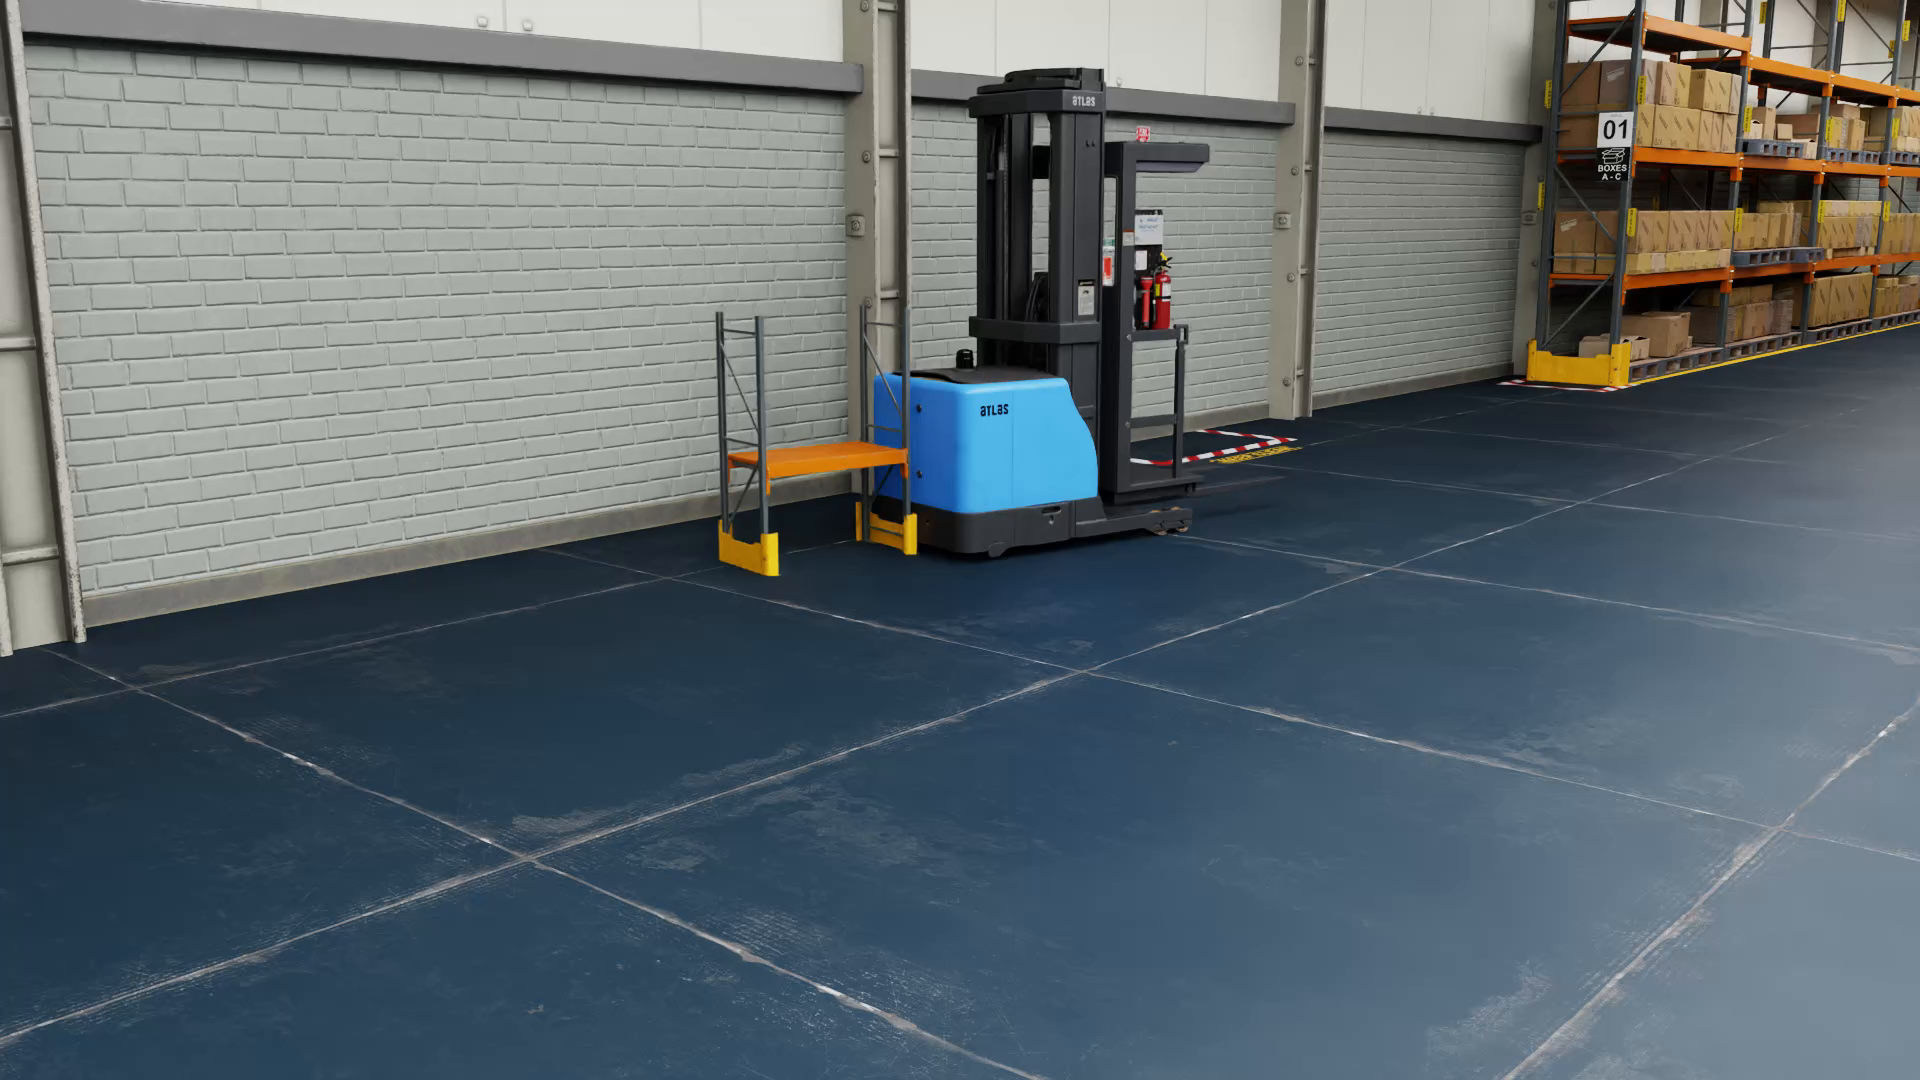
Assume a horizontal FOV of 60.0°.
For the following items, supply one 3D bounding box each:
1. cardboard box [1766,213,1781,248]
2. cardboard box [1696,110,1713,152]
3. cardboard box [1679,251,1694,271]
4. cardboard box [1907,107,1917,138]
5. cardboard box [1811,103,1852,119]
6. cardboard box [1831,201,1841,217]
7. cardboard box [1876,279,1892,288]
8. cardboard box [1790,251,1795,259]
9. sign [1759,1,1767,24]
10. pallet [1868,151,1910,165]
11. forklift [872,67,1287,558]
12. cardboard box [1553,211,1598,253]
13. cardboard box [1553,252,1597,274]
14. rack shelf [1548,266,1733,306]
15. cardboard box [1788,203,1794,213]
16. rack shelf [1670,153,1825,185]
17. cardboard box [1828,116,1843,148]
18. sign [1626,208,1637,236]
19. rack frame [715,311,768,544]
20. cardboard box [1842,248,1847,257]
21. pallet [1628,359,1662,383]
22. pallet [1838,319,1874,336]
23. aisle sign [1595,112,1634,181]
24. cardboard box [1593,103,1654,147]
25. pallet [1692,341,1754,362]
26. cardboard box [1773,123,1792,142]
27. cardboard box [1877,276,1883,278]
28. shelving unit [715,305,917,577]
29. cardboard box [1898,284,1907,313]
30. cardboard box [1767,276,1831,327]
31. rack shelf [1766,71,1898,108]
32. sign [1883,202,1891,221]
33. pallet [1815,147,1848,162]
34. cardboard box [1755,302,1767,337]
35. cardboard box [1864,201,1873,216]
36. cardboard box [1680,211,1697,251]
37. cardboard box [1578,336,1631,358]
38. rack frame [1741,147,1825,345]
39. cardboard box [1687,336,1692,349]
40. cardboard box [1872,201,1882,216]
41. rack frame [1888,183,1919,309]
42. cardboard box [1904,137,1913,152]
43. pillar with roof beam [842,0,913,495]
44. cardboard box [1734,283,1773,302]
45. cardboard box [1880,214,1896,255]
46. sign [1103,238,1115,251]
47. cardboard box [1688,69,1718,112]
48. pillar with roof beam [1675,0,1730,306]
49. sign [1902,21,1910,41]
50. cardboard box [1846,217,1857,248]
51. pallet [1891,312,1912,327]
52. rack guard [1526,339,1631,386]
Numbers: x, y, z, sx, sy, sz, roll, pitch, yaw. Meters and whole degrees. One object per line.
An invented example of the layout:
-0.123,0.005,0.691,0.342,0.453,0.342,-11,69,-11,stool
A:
11.685,-4.582,24.613,0.700,0.500,0.500,10,15,40,cardboard box
9.325,-5.249,21.370,0.500,0.500,0.500,9,14,38,cardboard box
9.081,-3.590,21.359,0.500,0.250,0.500,10,15,41,cardboard box
16.450,-7.327,29.220,0.500,0.500,0.500,9,15,39,cardboard box
14.401,-7.070,27.498,0.500,0.250,0.500,9,15,39,cardboard box
13.641,-5.259,26.401,0.500,0.250,0.500,9,15,40,cardboard box
16.368,-4.584,29.656,0.380,0.149,0.250,10,15,42,cardboard box
13.185,-4.479,26.066,0.380,0.149,0.250,9,15,40,cardboard box
12.374,-8.122,25.613,0.100,0.325,0.005,10,15,40,sign
15.982,-6.708,29.208,1.003,0.211,1.213,10,15,40,pallet
0.917,-1.539,10.935,3.031,2.935,1.130,-8,14,-36,forklift
7.664,-3.797,20.482,0.500,0.500,0.500,10,15,40,cardboard box
7.676,-3.427,20.541,0.500,0.250,0.500,10,15,41,cardboard box
8.833,-3.338,21.602,1.077,0.370,4.000,10,15,40,rack shelf
12.588,-5.102,25.561,0.380,0.149,0.250,7,14,33,cardboard box
11.473,-5.397,24.255,1.077,0.370,4.000,10,15,40,rack shelf
13.756,-6.552,26.822,0.700,0.500,0.500,11,16,43,cardboard box
7.920,-3.751,19.622,0.100,0.325,0.005,10,15,40,sign
-1.275,-0.569,9.730,0.032,1.500,0.500,-8,14,-36,rack frame
14.368,-4.743,27.392,0.380,0.149,0.250,10,15,42,cardboard box
8.126,-2.155,20.963,1.003,0.211,1.213,10,15,40,pallet
14.981,-3.671,28.554,1.003,0.211,1.213,10,15,40,pallet
7.690,-4.622,19.556,0.394,0.787,0.004,10,15,40,aisle sign
7.921,-4.943,19.837,0.500,0.500,0.500,10,15,42,cardboard box
10.666,-2.732,23.852,1.003,0.211,1.213,10,15,40,pallet
11.868,-5.926,24.750,0.637,0.503,0.797,-10,15,-40,cardboard box
16.784,-4.790,30.690,0.380,0.149,0.250,10,15,41,cardboard box
-0.863,-0.630,10.038,1.083,1.500,0.587,-8,14,-36,shelving unit
17.026,-4.467,30.728,0.700,0.500,0.500,9,14,39,cardboard box
13.377,-3.817,26.577,0.750,0.750,0.750,10,15,40,cardboard box
14.114,-7.261,26.946,1.077,0.370,4.000,10,15,40,rack shelf
15.848,-5.622,28.448,0.100,0.325,0.005,10,15,40,sign
13.179,-6.053,26.184,1.213,0.211,1.003,11,16,43,pallet
11.623,-3.313,24.900,0.700,0.500,0.500,10,15,40,cardboard box
14.973,-5.559,27.903,0.500,0.250,0.500,10,15,42,cardboard box
9.065,-3.956,21.277,0.500,0.500,0.500,10,15,42,cardboard box
8.037,-2.384,20.730,0.500,0.311,0.500,8,14,34,cardboard box
12.793,-4.574,25.951,1.000,3.000,0.127,10,15,40,rack frame
9.822,-2.729,22.826,0.380,0.166,0.250,7,14,33,cardboard box
15.318,-5.633,28.274,0.500,0.250,0.500,10,15,42,cardboard box
18.074,-5.751,31.844,1.000,3.000,0.127,10,15,40,rack frame
16.435,-6.955,29.272,0.500,0.250,0.500,9,15,39,cardboard box
2.637,-4.231,8.920,9.100,9.000,0.400,10,15,40,pillar with roof beam
11.934,-3.743,25.136,0.500,0.250,0.500,10,15,41,cardboard box
15.804,-5.387,29.257,0.980,0.700,0.700,10,15,41,cardboard box
1.272,-2.579,14.520,0.001,0.109,0.331,10,15,40,sign
9.335,-5.736,21.255,0.500,0.500,0.500,9,14,38,cardboard box
14.519,-6.879,22.179,9.100,9.000,0.400,10,15,40,pillar with roof beam
15.849,-8.532,27.868,0.100,0.325,0.005,10,15,40,sign
14.325,-5.043,27.236,0.500,0.500,0.500,10,15,42,cardboard box
16.800,-4.077,30.583,1.003,0.211,1.213,10,15,40,pallet
7.563,-2.182,20.359,1.175,0.500,0.348,10,15,40,rack guard
